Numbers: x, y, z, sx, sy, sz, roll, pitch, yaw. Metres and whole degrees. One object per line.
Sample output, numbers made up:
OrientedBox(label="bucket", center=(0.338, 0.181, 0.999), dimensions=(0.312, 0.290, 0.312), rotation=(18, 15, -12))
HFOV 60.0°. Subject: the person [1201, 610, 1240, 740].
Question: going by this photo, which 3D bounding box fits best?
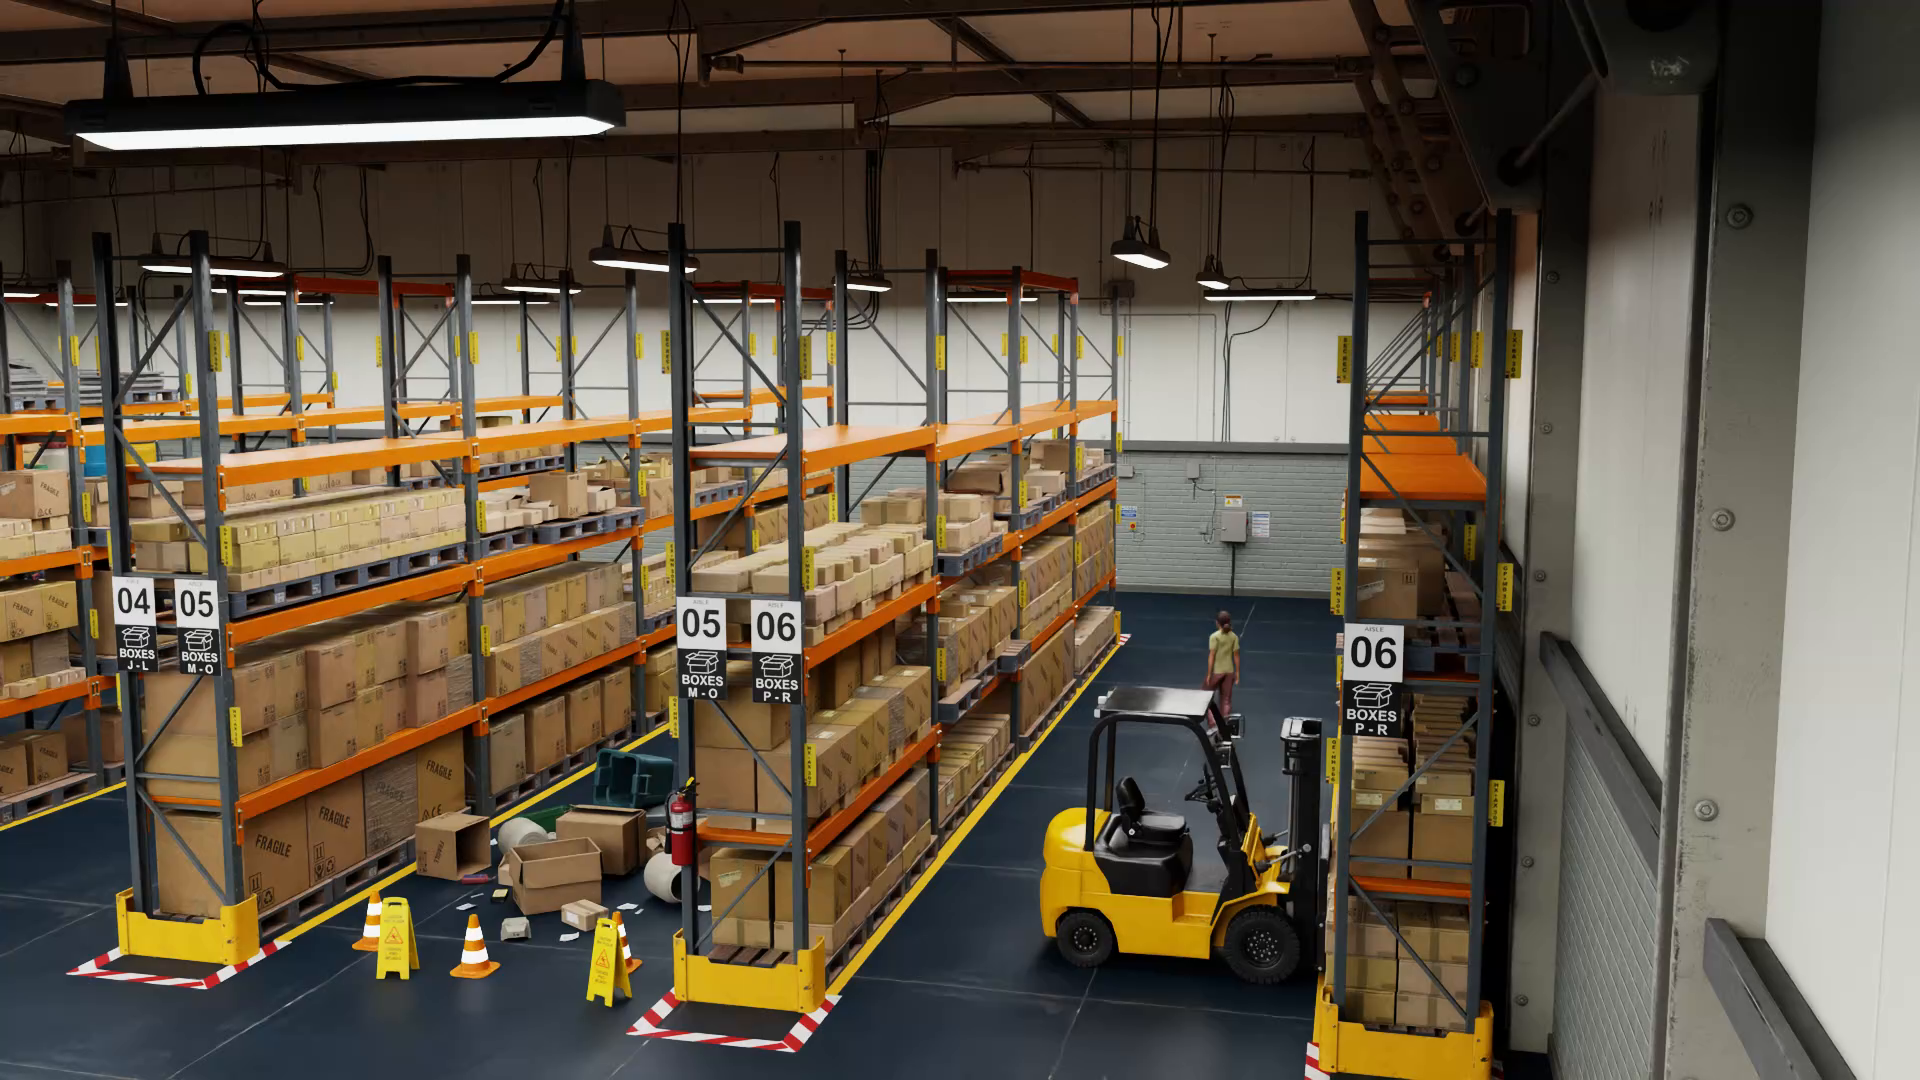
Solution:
OrientedBox(label="person", center=(3.364, 1.740, 21.354), dimensions=(0.497, 1.669, 0.465), rotation=(-3, 7, -20))
